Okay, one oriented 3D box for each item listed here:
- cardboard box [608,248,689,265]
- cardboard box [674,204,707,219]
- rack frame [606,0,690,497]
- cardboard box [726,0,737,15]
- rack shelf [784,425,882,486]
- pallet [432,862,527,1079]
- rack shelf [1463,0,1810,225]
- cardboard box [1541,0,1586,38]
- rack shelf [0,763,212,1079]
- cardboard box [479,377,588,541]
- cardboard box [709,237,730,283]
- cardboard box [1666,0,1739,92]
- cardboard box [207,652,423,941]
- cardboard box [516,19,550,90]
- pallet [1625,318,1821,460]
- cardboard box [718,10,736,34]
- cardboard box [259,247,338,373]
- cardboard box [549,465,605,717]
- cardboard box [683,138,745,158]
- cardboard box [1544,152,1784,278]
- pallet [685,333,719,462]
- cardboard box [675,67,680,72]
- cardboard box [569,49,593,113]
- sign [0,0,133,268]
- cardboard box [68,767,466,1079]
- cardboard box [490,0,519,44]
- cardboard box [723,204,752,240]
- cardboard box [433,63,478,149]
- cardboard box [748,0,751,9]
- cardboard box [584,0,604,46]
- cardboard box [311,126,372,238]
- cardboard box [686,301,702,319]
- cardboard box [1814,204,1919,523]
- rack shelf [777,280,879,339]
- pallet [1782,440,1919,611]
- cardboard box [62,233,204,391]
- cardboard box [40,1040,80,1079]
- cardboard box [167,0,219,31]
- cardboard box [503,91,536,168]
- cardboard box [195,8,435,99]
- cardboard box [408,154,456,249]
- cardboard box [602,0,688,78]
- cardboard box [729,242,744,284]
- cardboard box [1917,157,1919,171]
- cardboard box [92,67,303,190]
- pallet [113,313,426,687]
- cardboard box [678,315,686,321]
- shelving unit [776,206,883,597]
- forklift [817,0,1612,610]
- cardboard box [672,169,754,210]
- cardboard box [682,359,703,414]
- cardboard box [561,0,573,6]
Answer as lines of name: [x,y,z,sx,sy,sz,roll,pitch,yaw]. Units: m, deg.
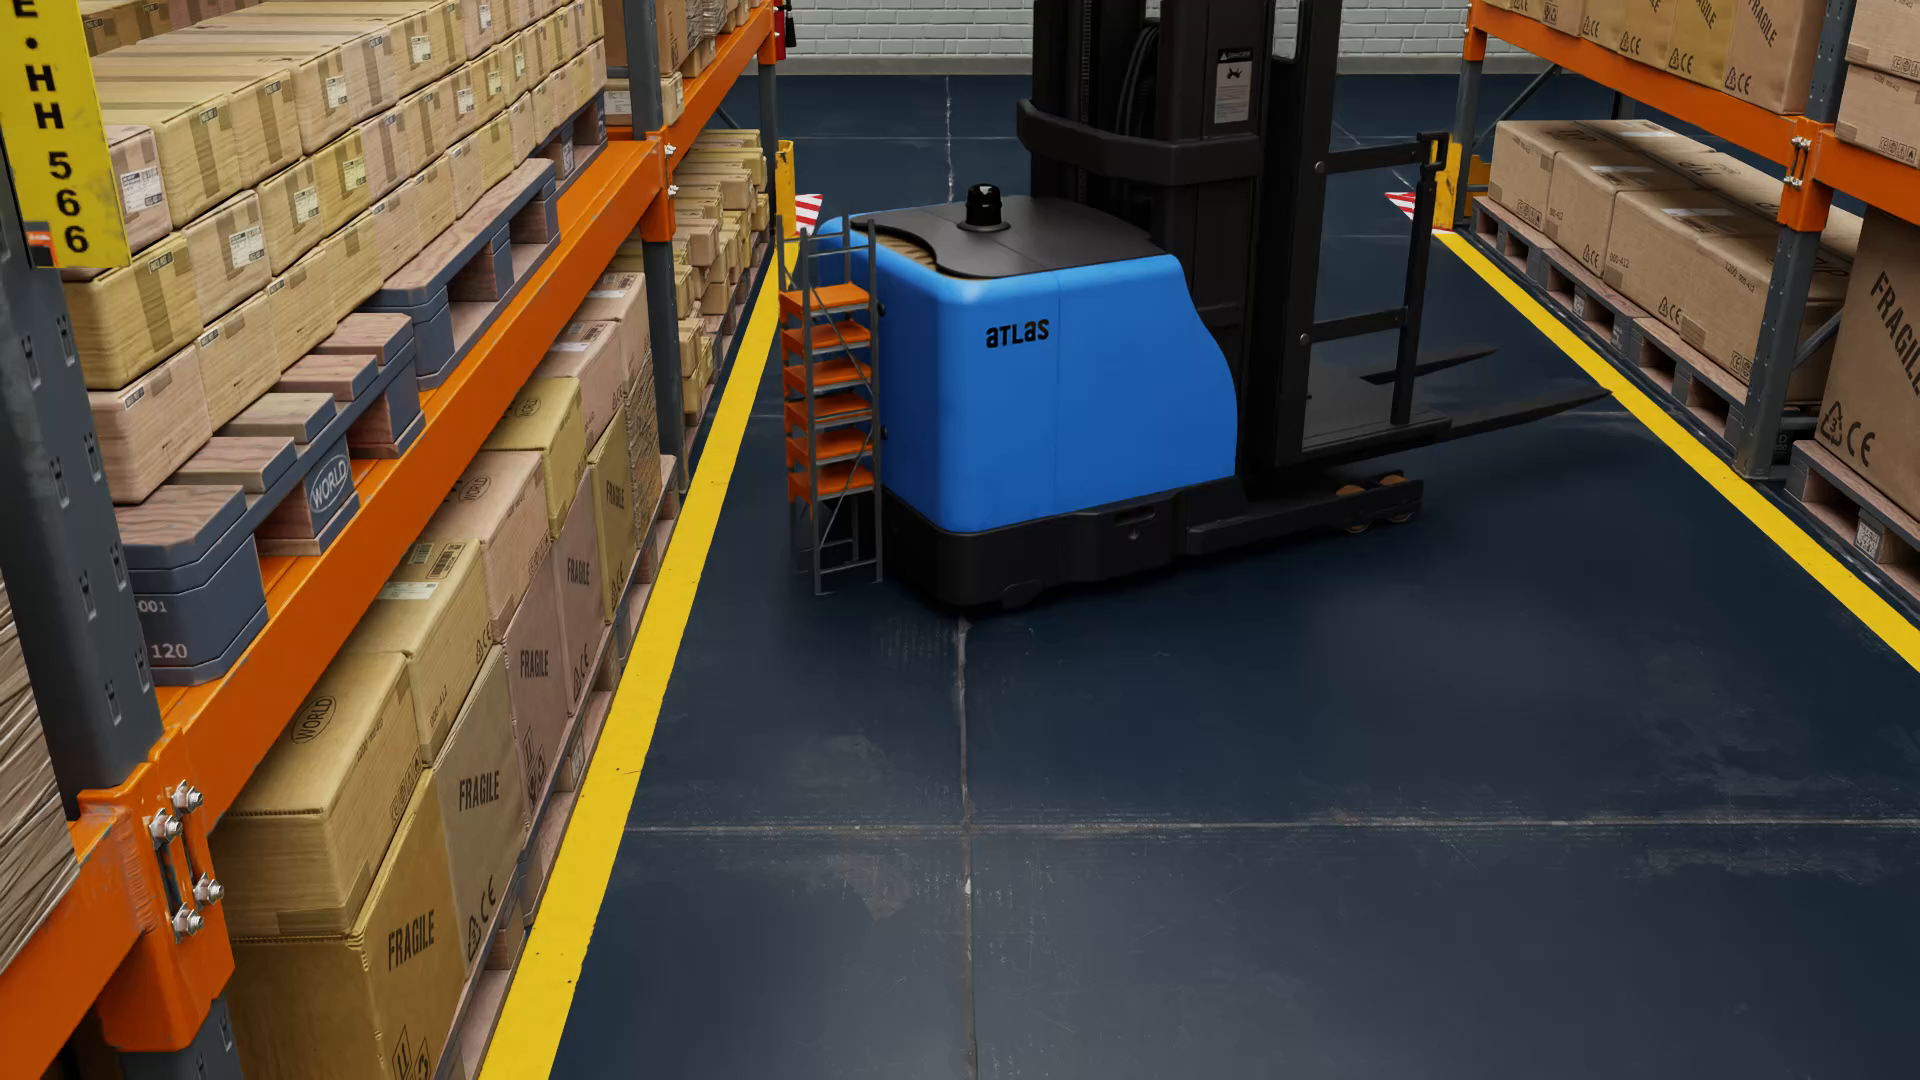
cardboard box: [-1.300,-1.072,6.709,0.380,0.149,0.250,-1,24,-1]
cardboard box: [-1.332,-1.397,7.427,0.380,0.149,0.250,-1,24,-3]
rack frame: [-1.508,-1.548,5.533,1.000,3.000,0.127,0,24,-1]
cardboard box: [-1.278,-2.567,7.303,0.500,0.500,0.500,1,24,2]
rack shelf: [-0.404,-0.271,5.291,0.258,0.103,0.180,-13,27,-26]
pallet: [-1.471,1.048,3.176,1.003,0.211,1.213,0,24,-1]
rack shelf: [3.419,-2.109,7.645,1.077,0.370,4.000,0,24,-1]
cardboard box: [3.136,-2.689,7.934,0.500,0.500,0.500,0,24,-1]
rack shelf: [-1.442,1.252,0.215,1.077,0.370,4.000,0,24,-1]
cardboard box: [-1.235,-0.207,4.181,0.500,0.250,0.500,-1,24,-3]
cardboard box: [-1.242,-1.260,7.485,0.380,0.149,0.250,0,24,-1]
cardboard box: [3.169,-2.060,6.543,0.500,0.500,0.500,-1,24,-2]
cardboard box: [-1.230,0.421,2.794,0.500,0.250,0.500,-1,24,-3]
cardboard box: [-1.295,-1.274,4.361,0.380,0.149,0.250,-1,24,-2]
pallet: [3.511,-0.655,6.943,1.003,0.211,1.213,0,24,-1]
cardboard box: [-1.283,-2.529,8.007,0.380,0.149,0.250,-1,24,-3]
cardboard box: [-1.273,-0.384,2.754,0.380,0.149,0.250,1,24,2]
cardboard box: [-1.241,0.126,4.355,0.500,0.500,0.500,-1,24,-2]
cardboard box: [-1.347,-2.039,8.847,0.380,0.149,0.250,0,24,0]
cardboard box: [3.523,-1.636,8.326,0.875,0.438,0.875,0,24,1]
pallet: [-1.551,-0.554,6.719,1.003,0.211,1.213,0,24,-1]
cardboard box: [-1.313,-1.880,6.571,0.380,0.149,0.250,-1,24,-3]
cardboard box: [-1.302,-1.355,4.902,0.380,0.149,0.250,0,24,0]
sign: [-0.909,-0.431,1.659,0.100,0.325,0.005,0,24,-1]
cardboard box: [-1.217,0.755,2.965,0.500,0.500,0.500,-1,24,-3]
cardboard box: [-1.301,-1.305,4.069,0.380,0.149,0.250,-1,24,-2]
cardboard box: [-1.234,-1.581,8.194,0.380,0.149,0.250,0,24,0]
cardboard box: [-1.291,-0.954,3.654,0.380,0.149,0.250,1,24,1]
cardboard box: [-1.300,-2.846,8.708,0.380,0.149,0.250,0,24,-1]
cardboard box: [-1.306,-1.598,5.077,0.380,0.149,0.250,0,24,1]
cardboard box: [-1.283,-0.638,2.955,0.380,0.149,0.250,0,24,0]
cardboard box: [-1.301,-0.908,7.068,0.380,0.149,0.250,-1,24,-2]
cardboard box: [3.528,-0.580,5.462,0.875,0.875,0.875,0,24,1]
rack shelf: [-0.404,-0.708,5.094,0.258,0.103,0.180,-13,27,-26]
pallet: [3.525,-0.024,5.547,1.003,0.211,1.213,0,24,-1]
cardboard box: [-1.269,-0.312,2.235,0.380,0.149,0.250,1,24,2]
cardboard box: [-1.733,0.778,2.915,0.500,0.500,0.500,0,24,-1]
cardboard box: [-1.948,-1.199,3.834,0.380,0.149,0.250,1,24,1]
cardboard box: [-1.290,-1.035,4.193,0.380,0.149,0.250,-1,24,-3]
cardboard box: [-1.291,-0.981,3.352,0.380,0.149,0.250,0,24,1]
cardboard box: [-1.284,-0.709,3.472,0.380,0.149,0.250,0,24,0]
cardboard box: [-1.261,-1.935,5.905,0.500,0.500,0.500,-1,24,-2]
cardboard box: [-1.252,-1.339,8.020,0.380,0.149,0.250,0,24,0]
cardboard box: [3.189,-1.148,4.831,0.500,0.250,0.500,-1,24,-2]
cardboard box: [-1.279,-0.651,2.623,0.380,0.149,0.250,0,24,-1]
pallet: [-1.578,-0.106,2.577,1.213,0.211,1.003,0,24,-1]
cardboard box: [-1.284,-0.831,6.536,0.380,0.149,0.250,0,24,0]
shelving unit: [-0.404,-0.421,5.224,0.258,1.200,0.189,-13,27,-26]
forklift: [1.057,-1.537,5.592,3.031,2.935,1.130,-13,27,-26]
cardboard box: [-1.219,-1.716,8.131,0.380,0.149,0.250,1,24,1]
cardboard box: [-1.191,-0.592,6.369,0.380,0.149,0.250,-1,24,-3]
cardboard box: [-1.304,-1.621,4.767,0.380,0.149,0.250,-1,24,-2]
